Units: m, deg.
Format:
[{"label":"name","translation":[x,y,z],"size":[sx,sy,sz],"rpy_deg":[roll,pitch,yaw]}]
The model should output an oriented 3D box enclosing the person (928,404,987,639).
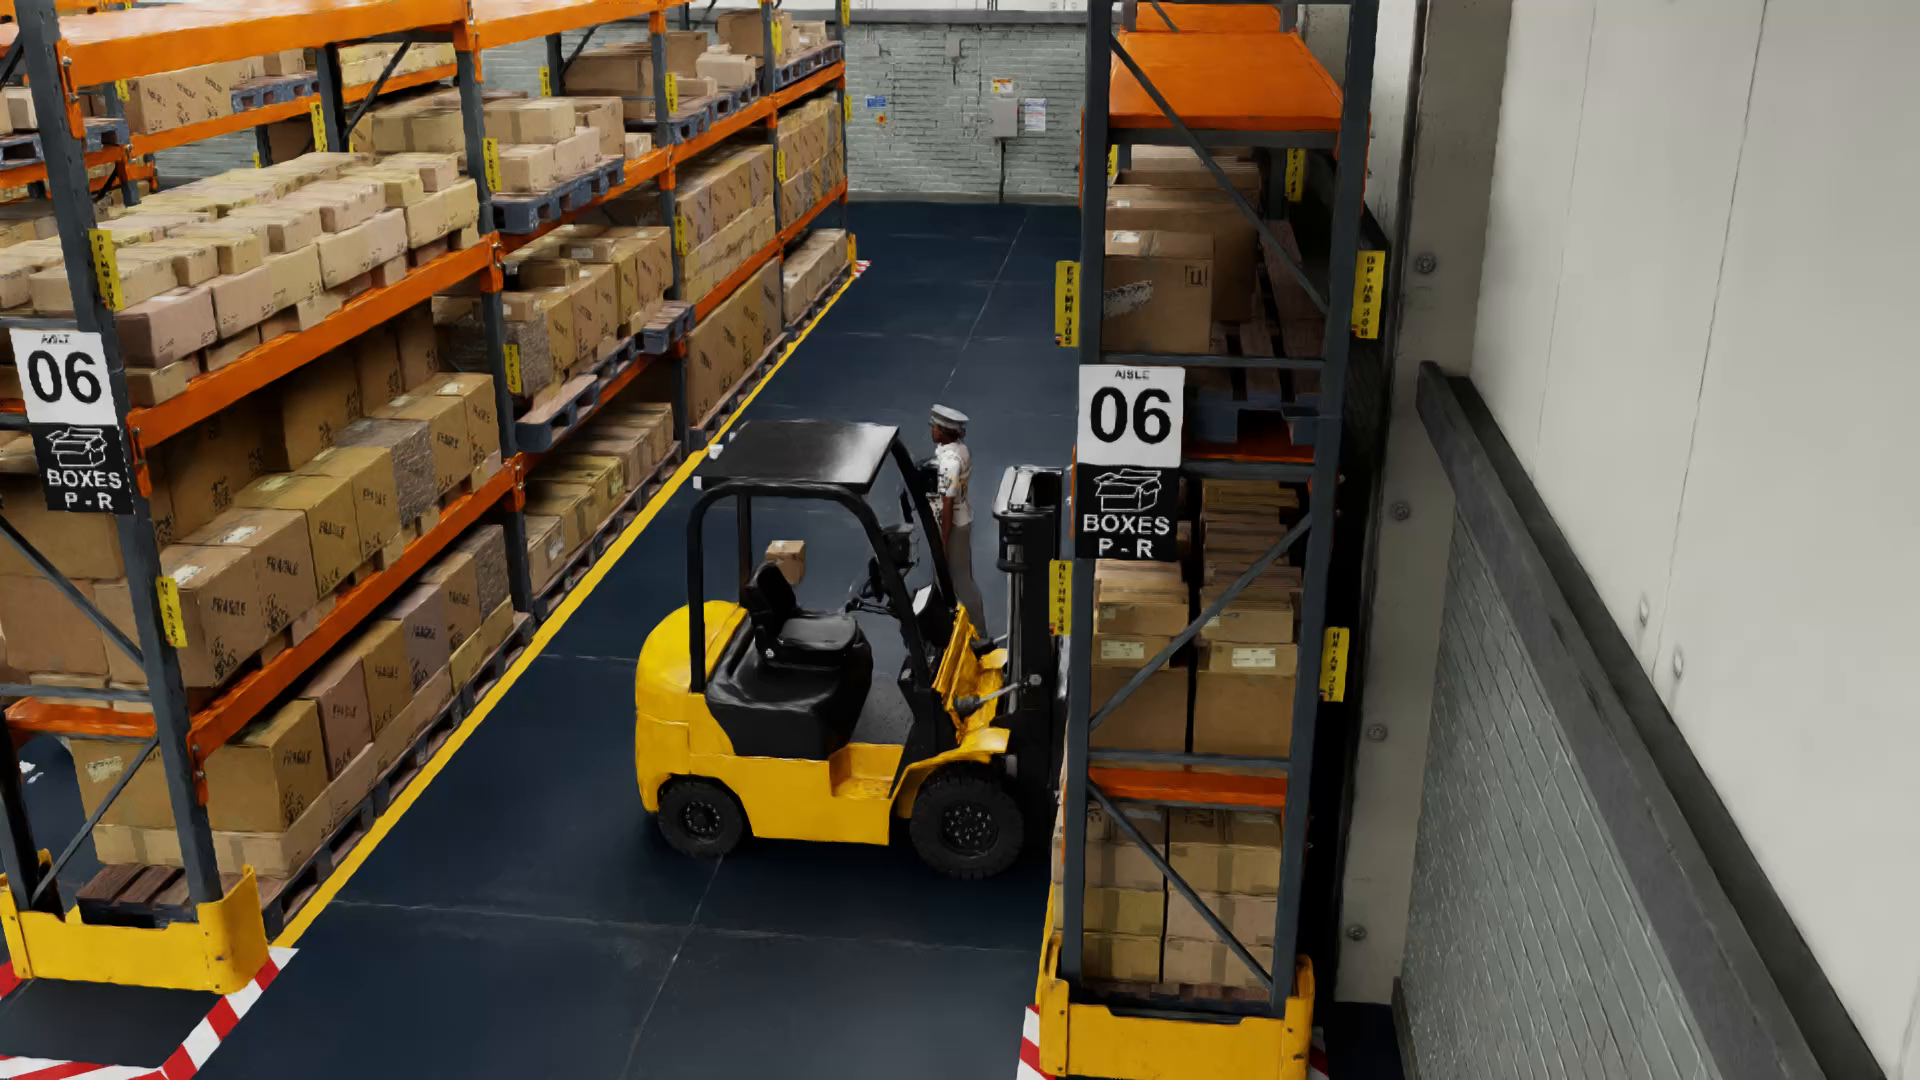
[{"label":"person","translation":[-0.089,-0.112,11.310],"size":[0.577,1.664,0.657],"rpy_deg":[1,21,3]}]
